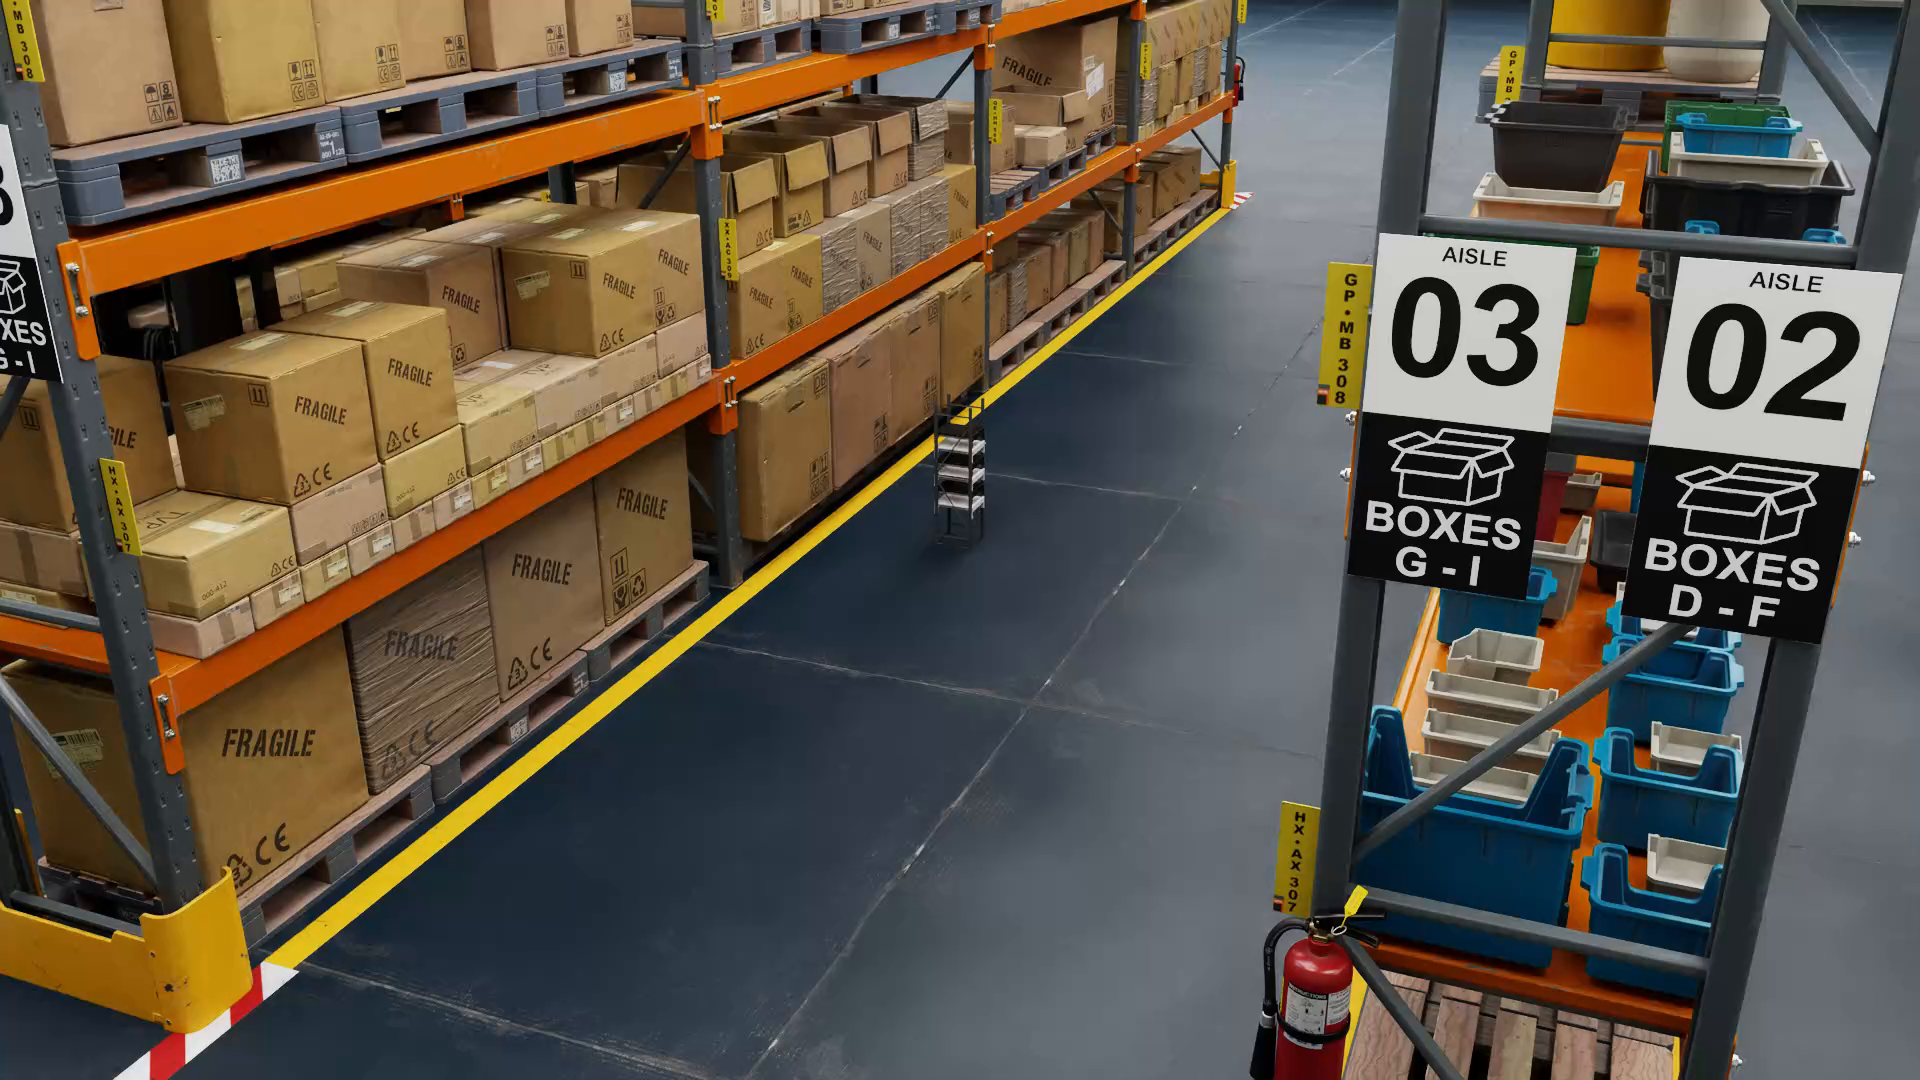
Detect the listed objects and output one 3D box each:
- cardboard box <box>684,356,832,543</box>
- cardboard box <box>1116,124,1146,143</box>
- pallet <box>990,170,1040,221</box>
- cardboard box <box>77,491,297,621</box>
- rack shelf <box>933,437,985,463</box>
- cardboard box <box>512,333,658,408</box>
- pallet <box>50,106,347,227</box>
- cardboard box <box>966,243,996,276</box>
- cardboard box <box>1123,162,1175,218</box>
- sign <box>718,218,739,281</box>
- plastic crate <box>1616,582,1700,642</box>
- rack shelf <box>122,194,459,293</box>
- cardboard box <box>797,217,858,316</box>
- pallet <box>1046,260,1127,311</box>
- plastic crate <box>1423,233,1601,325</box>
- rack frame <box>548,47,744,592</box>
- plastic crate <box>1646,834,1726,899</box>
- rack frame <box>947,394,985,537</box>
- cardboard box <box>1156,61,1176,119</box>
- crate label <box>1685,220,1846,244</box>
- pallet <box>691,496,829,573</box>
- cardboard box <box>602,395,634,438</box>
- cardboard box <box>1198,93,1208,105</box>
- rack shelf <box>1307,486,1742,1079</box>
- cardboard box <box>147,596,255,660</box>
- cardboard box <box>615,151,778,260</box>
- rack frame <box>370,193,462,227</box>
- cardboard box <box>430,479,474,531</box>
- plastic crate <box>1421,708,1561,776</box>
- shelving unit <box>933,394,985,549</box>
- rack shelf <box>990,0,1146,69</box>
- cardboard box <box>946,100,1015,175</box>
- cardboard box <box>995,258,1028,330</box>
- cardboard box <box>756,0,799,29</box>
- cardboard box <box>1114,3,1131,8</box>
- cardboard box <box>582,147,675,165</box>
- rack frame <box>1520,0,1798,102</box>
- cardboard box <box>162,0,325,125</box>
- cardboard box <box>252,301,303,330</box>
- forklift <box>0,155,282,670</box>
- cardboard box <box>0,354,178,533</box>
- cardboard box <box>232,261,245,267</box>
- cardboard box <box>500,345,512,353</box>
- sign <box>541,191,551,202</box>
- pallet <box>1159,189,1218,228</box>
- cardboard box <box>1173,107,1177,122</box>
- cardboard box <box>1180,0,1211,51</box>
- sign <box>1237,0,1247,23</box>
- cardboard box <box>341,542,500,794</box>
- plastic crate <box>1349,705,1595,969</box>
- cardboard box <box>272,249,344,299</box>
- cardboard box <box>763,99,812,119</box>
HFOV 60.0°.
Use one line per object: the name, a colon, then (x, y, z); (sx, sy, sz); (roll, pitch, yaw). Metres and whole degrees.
cardboard box: (-1.524, -0.627, 10.071); (1.225, 0.875, 0.875); (9, 24, 20)
cardboard box: (1.588, -3.962, 16.170); (0.380, 0.149, 0.250); (9, 24, 20)
pallet: (-0.092, -2.795, 13.298); (1.213, 0.211, 1.003); (9, 24, 20)
cardboard box: (-2.800, 0.049, 6.050); (0.500, 0.250, 0.500); (8, 24, 19)
rack shelf: (-0.003, -0.548, 10.013); (0.258, 0.077, 0.200); (9, 24, 20)
cardboard box: (-1.853, -0.868, 8.246); (0.500, 0.250, 0.500); (10, 24, 22)
pallet: (-2.963, -1.360, 5.838); (1.003, 0.211, 1.213); (9, 24, 20)
cardboard box: (-0.036, -2.253, 13.450); (0.500, 0.250, 0.500); (10, 25, 22)
cardboard box: (2.026, -3.855, 18.285); (0.500, 0.500, 0.500); (11, 25, 25)
sign: (-1.227, -1.539, 8.816); (0.100, 0.325, 0.005); (9, 24, 20)
plastic crate: (2.488, 0.288, 5.934); (0.293, 0.136, 0.466); (9, 24, 20)
rack shelf: (-5.568, -2.312, 12.826); (1.077, 0.370, 4.000); (9, 24, 20)
cardboard box: (-0.968, -1.716, 10.336); (0.500, 0.500, 0.500); (8, 24, 19)
pallet: (0.941, -2.479, 15.911); (1.003, 0.211, 1.213); (9, 24, 20)
plastic crate: (1.471, -0.721, 4.468); (0.450, 0.188, 0.336); (9, 24, 20)
rack frame: (-1.743, -1.182, 9.187); (1.000, 3.000, 0.127); (9, 24, 20)
plastic crate: (1.963, 0.909, 4.447); (0.250, 0.136, 0.298); (9, 24, 20)
rack frame: (0.035, -0.449, 10.157); (0.240, 0.900, 0.006); (9, 24, 20)
cardboard box: (1.671, -4.554, 16.745); (0.875, 0.500, 0.500); (9, 24, 20)
crate label: (2.012, -0.640, 4.193); (0.408, 0.251, 0.502); (9, 24, 20)
pallet: (-1.527, -0.182, 10.411); (1.003, 0.211, 1.213); (9, 24, 20)
cardboard box: (-1.839, -0.634, 8.201); (0.380, 0.149, 0.250); (9, 24, 21)
cardboard box: (2.554, -4.955, 18.546); (0.380, 0.149, 0.250); (9, 24, 20)
rack shelf: (2.113, 0.575, 5.914); (1.077, 0.370, 4.000); (9, 24, 20)
cardboard box: (-2.791, 0.286, 5.999); (0.380, 0.149, 0.250); (9, 24, 21)
cardboard box: (-1.514, -1.920, 9.524); (0.797, 0.503, 0.637); (8, 24, 19)
rack frame: (-4.825, -3.359, 14.400); (1.000, 3.000, 0.127); (9, 24, 20)
cardboard box: (-2.315, -0.174, 7.102); (0.380, 0.149, 0.250); (8, 24, 19)
plastic crate: (1.626, 0.634, 5.106); (0.396, 0.136, 0.243); (9, 24, 20)
shelving unit: (-0.003, -0.412, 10.070); (0.258, 0.900, 0.210); (9, 24, 20)
rack shelf: (0.486, -4.381, 13.888); (1.077, 0.370, 4.000); (9, 24, 20)
cardboard box: (0.021, -3.266, 13.502); (0.700, 0.500, 0.500); (13, 26, 28)
cardboard box: (0.167, -2.105, 14.071); (0.700, 0.500, 0.500); (7, 24, 16)
cardboard box: (-1.252, -3.098, 9.454); (0.500, 0.311, 0.500); (8, 24, 18)
cardboard box: (1.511, -5.247, 17.108); (0.500, 0.500, 0.500); (9, 24, 20)
cardboard box: (-3.486, -3.711, 17.617); (1.050, 0.750, 0.750); (9, 24, 20)
rack frame: (2.855, -3.241, 6.333); (1.000, 3.000, 0.127); (9, 24, 20)
cardboard box: (-2.765, -1.798, 5.967); (0.700, 0.500, 0.500); (8, 24, 18)
cardboard box: (-5.413, -1.574, 12.824); (0.500, 0.500, 0.500); (9, 24, 21)
forklift: (-3.967, -1.056, 8.975); (1.130, 2.935, 3.031); (6, 23, 14)
cardboard box: (-3.292, -0.376, 6.094); (0.500, 0.500, 0.500); (9, 24, 21)
cardboard box: (-5.882, -1.990, 12.848); (0.500, 0.250, 0.500); (8, 24, 18)
cardboard box: (-2.350, -0.942, 8.421); (0.500, 0.250, 0.500); (9, 24, 20)
sign: (-2.251, -1.753, 9.157); (0.100, 0.325, 0.005); (9, 24, 20)
pallet: (2.351, -3.876, 19.256); (1.003, 0.211, 1.213); (9, 24, 20)
cardboard box: (2.029, -4.413, 17.249); (0.380, 0.149, 0.250); (9, 24, 20)
cardboard box: (2.371, -5.530, 17.784); (0.500, 0.500, 0.500); (9, 24, 20)
sign: (3.222, -6.069, 18.976); (0.100, 0.325, 0.005); (9, 24, 20)
cardboard box: (-2.727, 0.470, 7.444); (0.875, 0.875, 0.875); (9, 24, 20)
plastic crate: (1.321, 0.768, 4.395); (0.616, 0.435, 0.499); (9, 24, 20)
cardboard box: (-5.216, -2.101, 13.114); (0.500, 0.250, 0.500); (9, 24, 21)
cardboard box: (-2.369, -4.868, 20.225); (0.875, 0.875, 0.875); (8, 24, 19)
